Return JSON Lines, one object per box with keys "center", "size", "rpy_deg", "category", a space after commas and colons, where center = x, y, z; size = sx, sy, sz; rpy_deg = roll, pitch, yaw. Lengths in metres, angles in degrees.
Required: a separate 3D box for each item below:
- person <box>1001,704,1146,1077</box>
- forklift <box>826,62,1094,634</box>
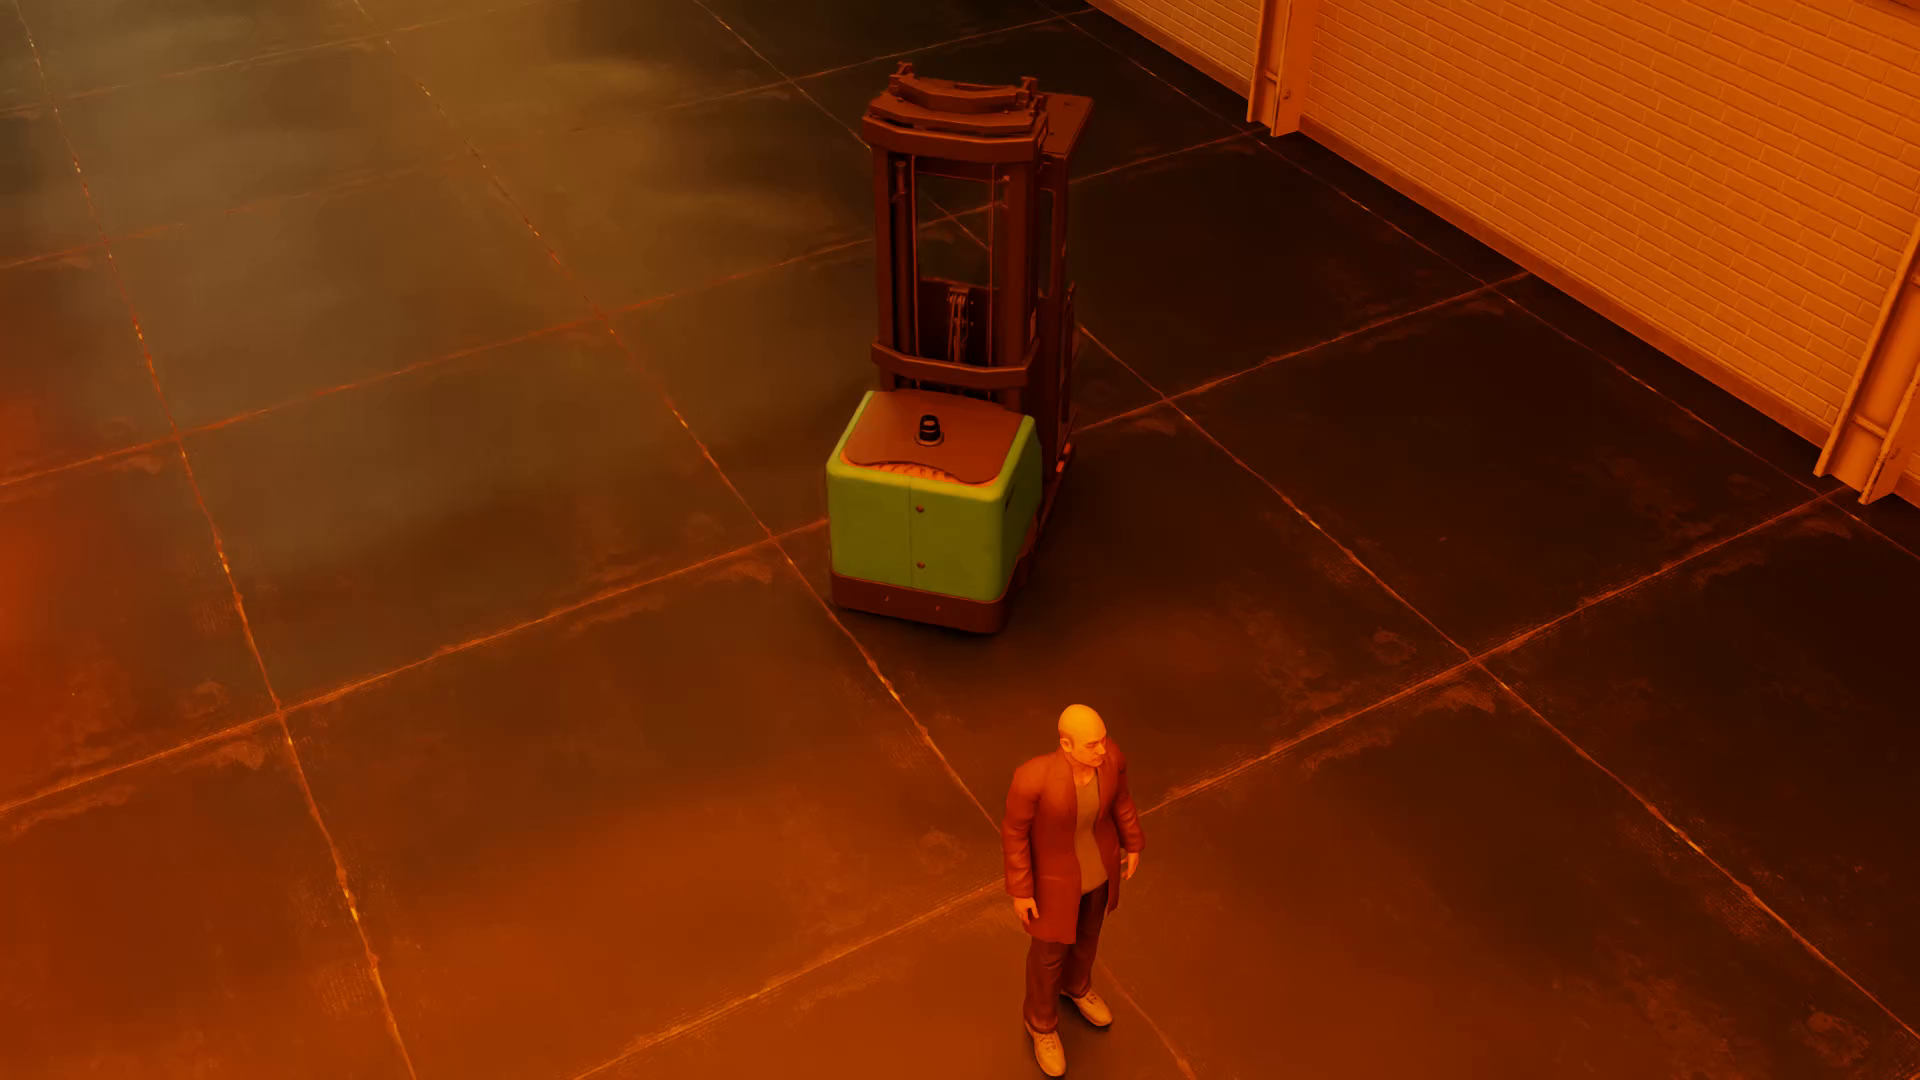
{"center": [0.540, 1.476, 7.148], "size": [0.698, 1.777, 0.580], "rpy_deg": [-21, 44, -23], "category": "person"}
{"center": [0.127, -1.537, 9.889], "size": [1.130, 2.935, 3.031], "rpy_deg": [10, 41, 12], "category": "forklift"}
